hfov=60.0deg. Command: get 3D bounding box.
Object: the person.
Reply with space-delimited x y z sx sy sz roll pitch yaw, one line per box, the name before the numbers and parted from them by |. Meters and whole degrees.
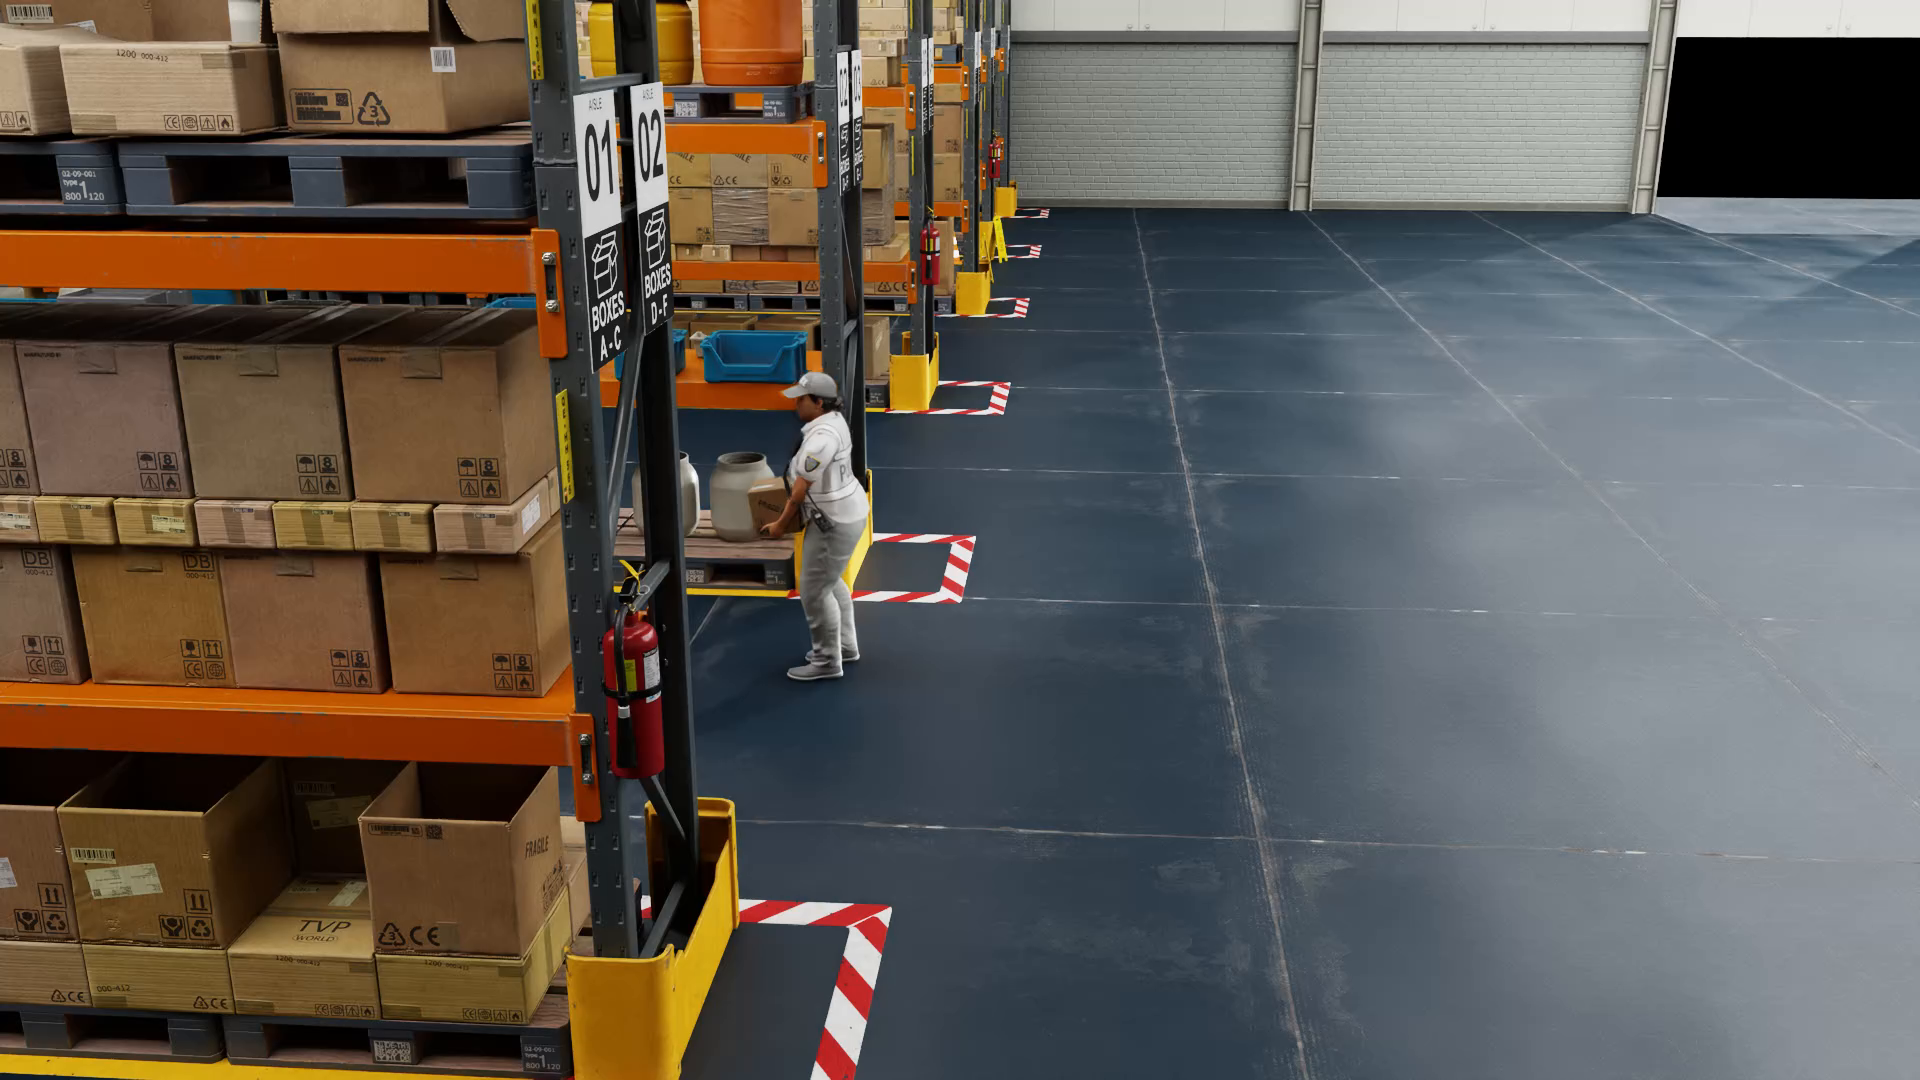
person | -0.762 -0.078 8.815 0.559 1.660 0.452 1 18 3
